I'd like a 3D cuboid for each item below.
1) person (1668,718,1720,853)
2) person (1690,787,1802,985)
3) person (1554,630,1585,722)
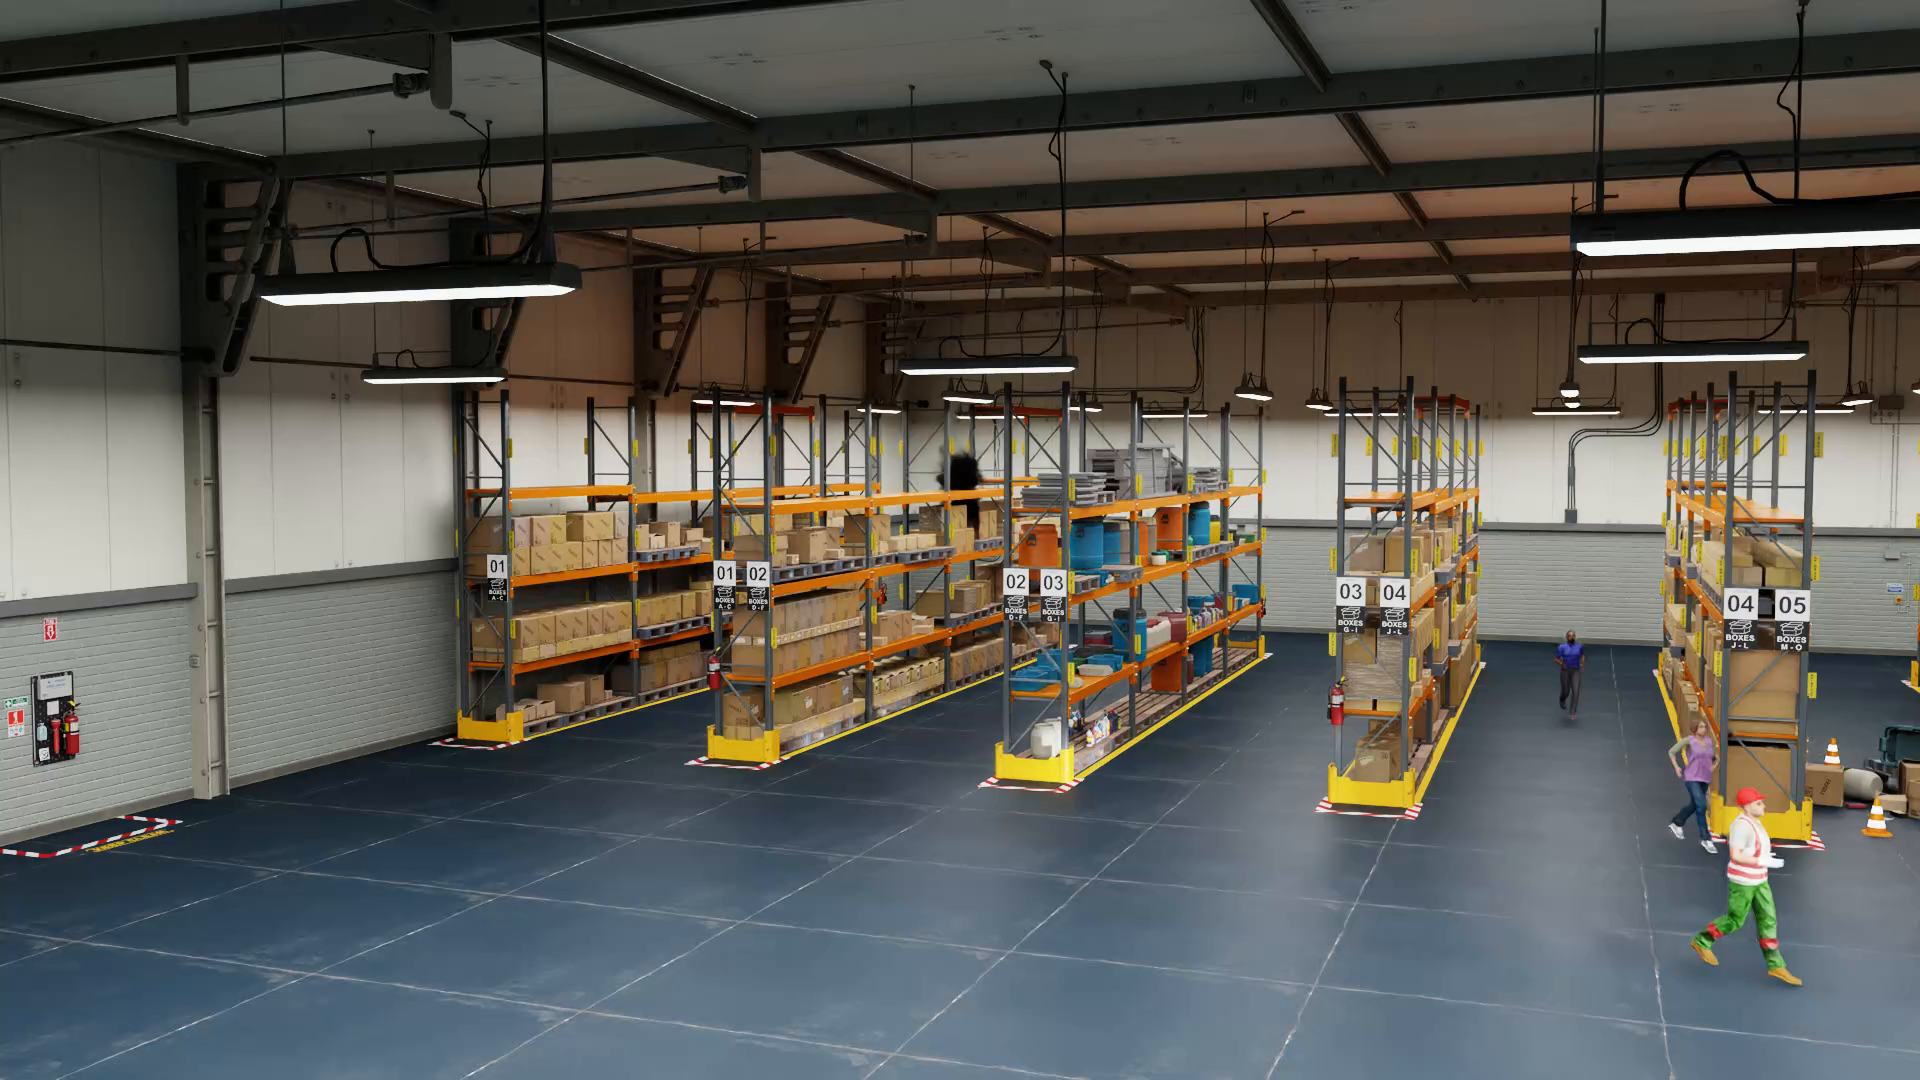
[{"bbox_3d":[9.265,3.045,20.880,0.597,1.596,0.830,-1,3,-20],"label":"person"},{"bbox_3d":[7.402,3.217,15.656,0.651,1.789,0.992,-3,4,-42],"label":"person"},{"bbox_3d":[11.332,2.540,30.878,0.579,1.564,0.859,0,3,9],"label":"person"}]
